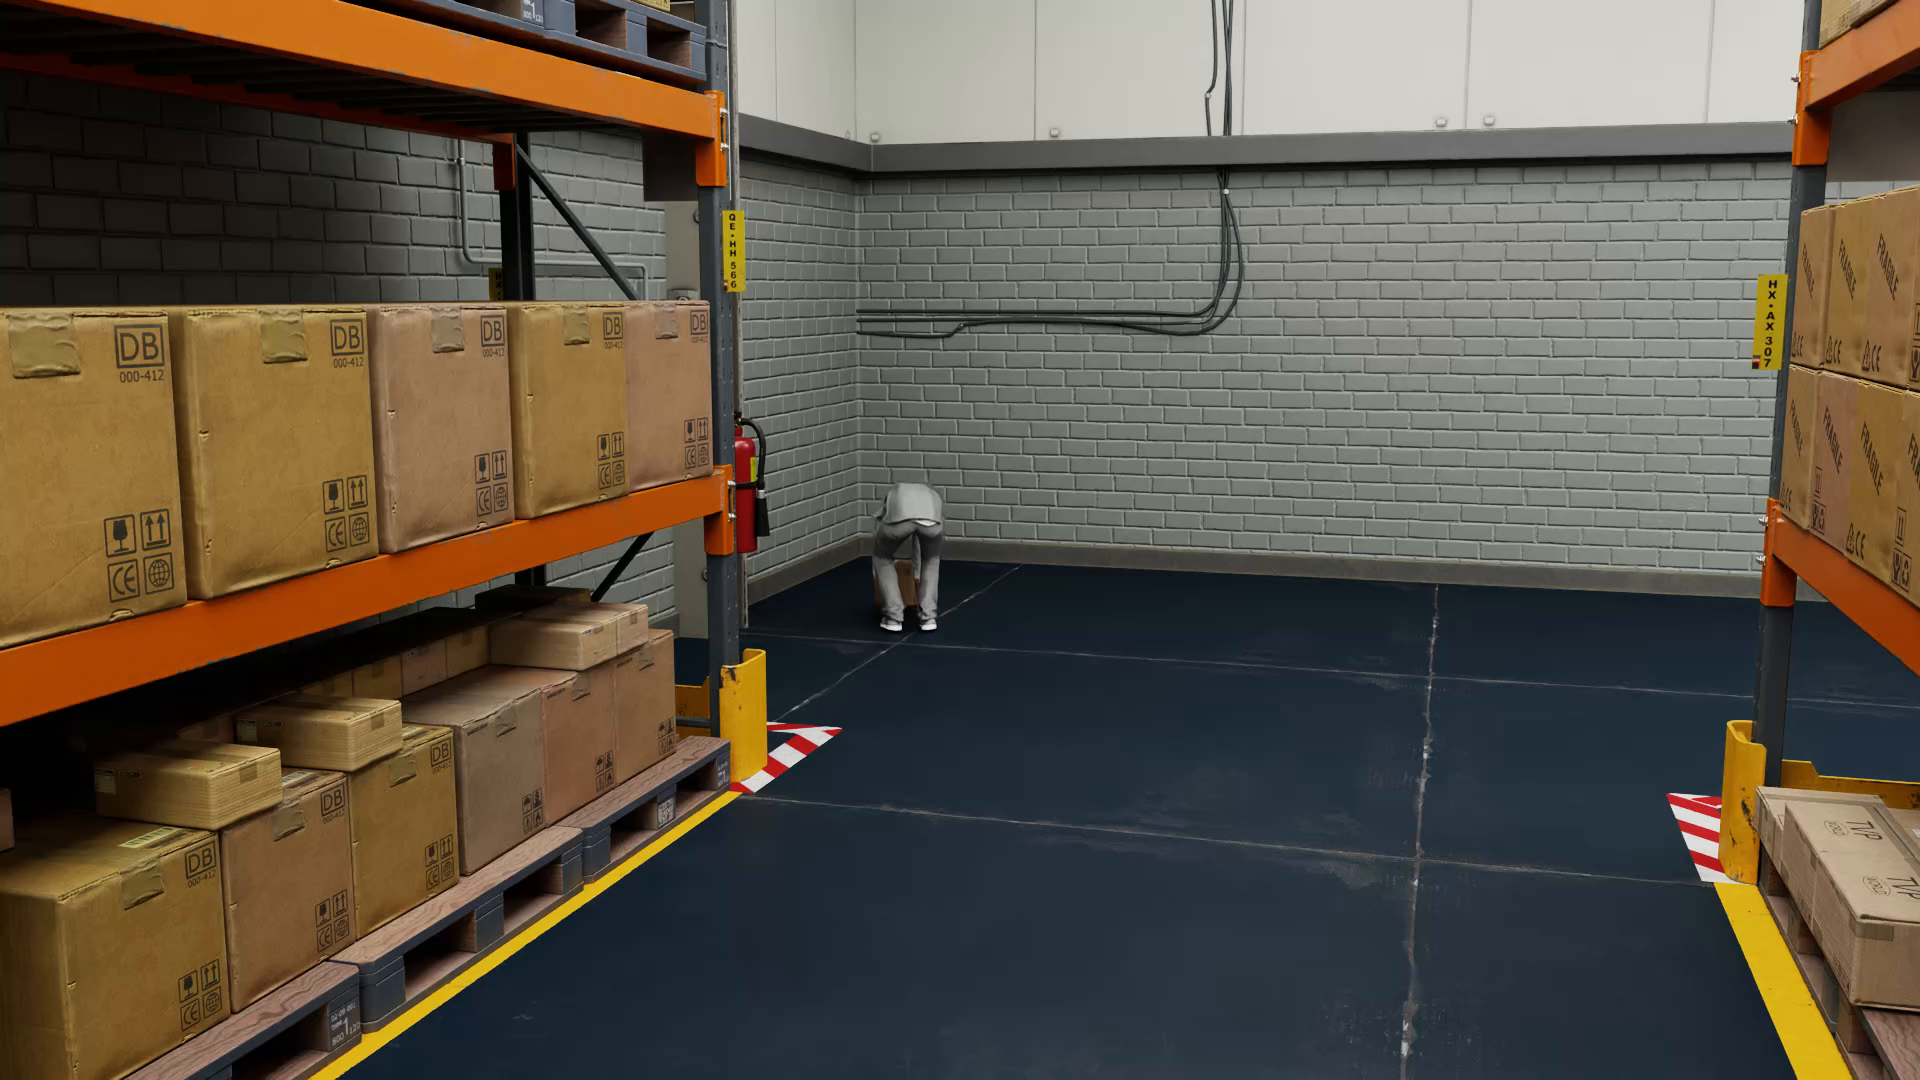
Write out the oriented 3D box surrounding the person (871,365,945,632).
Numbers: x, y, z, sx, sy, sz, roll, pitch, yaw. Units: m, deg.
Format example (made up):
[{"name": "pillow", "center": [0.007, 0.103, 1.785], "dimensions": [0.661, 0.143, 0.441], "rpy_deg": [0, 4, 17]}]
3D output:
[{"name": "person", "center": [-0.311, -0.243, 9.969], "dimensions": [0.448, 1.599, 0.340], "rpy_deg": [-2, 9, -11]}]
